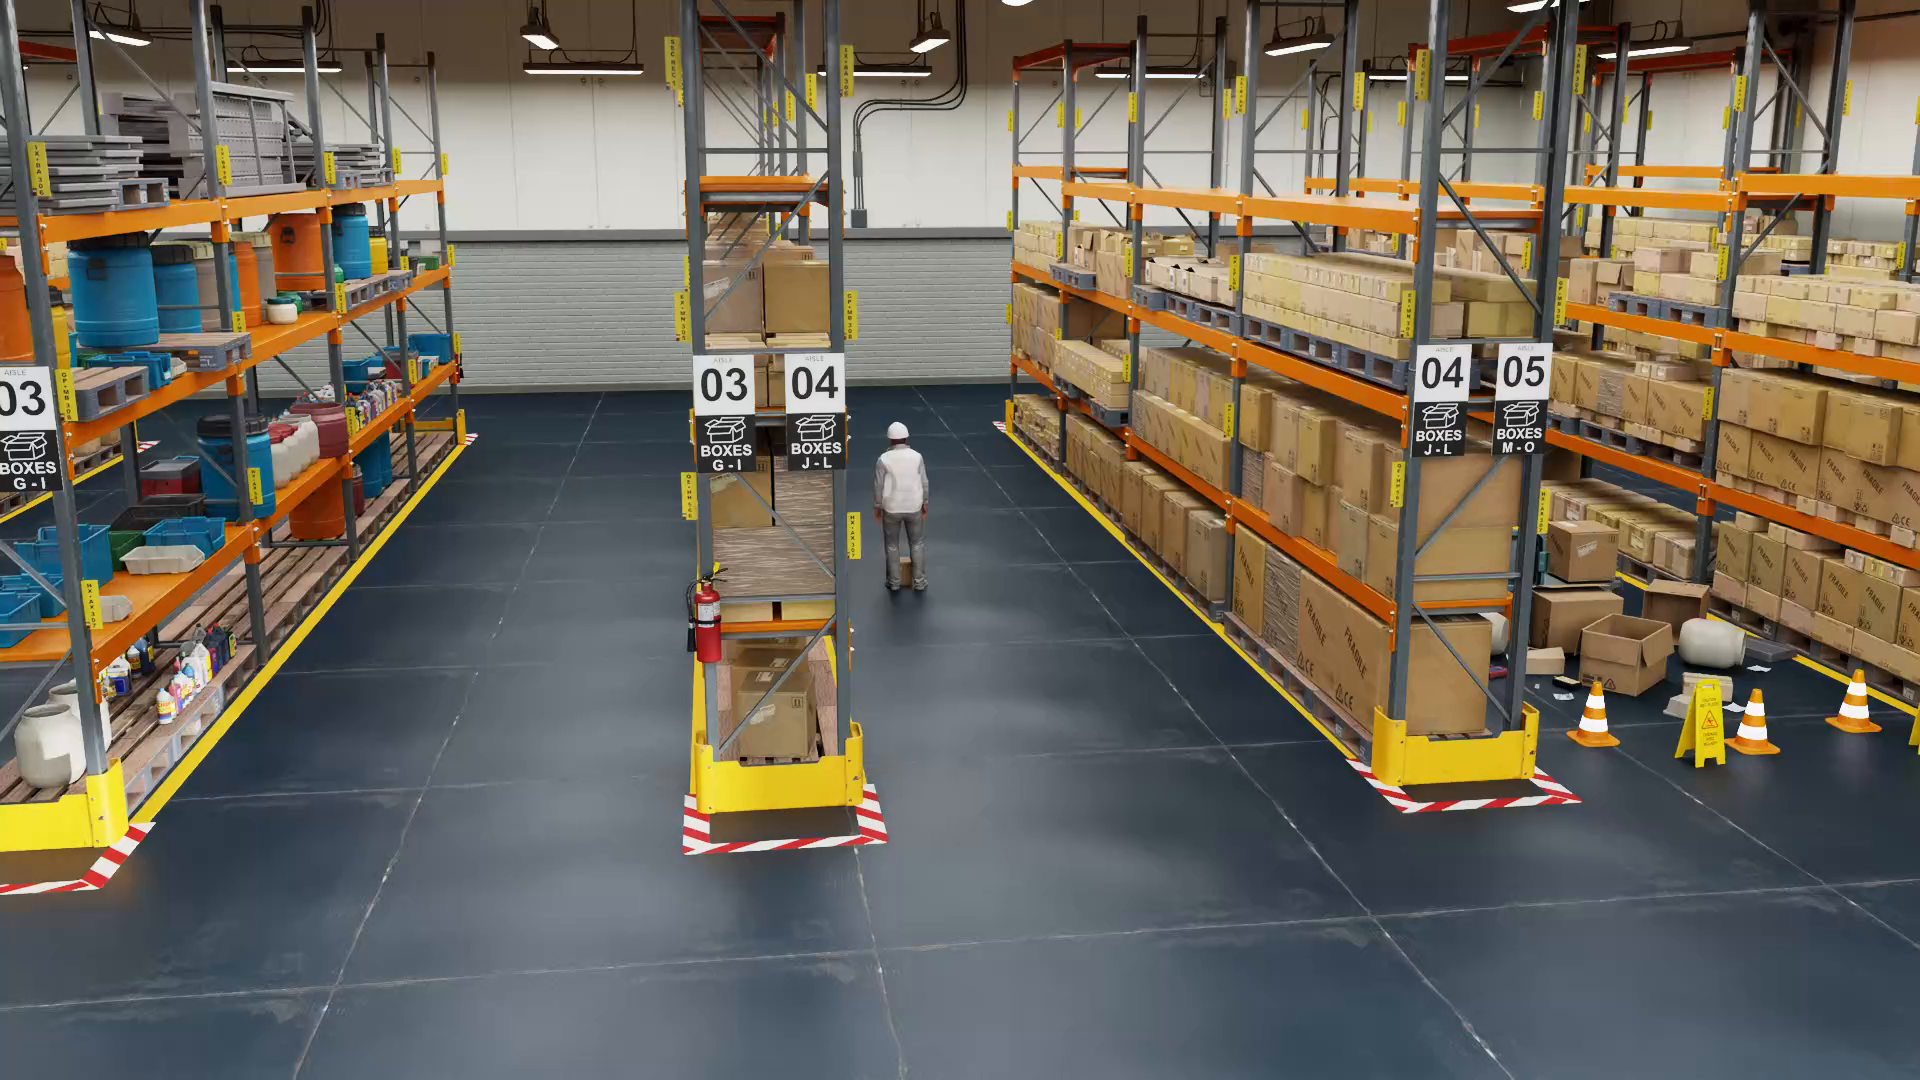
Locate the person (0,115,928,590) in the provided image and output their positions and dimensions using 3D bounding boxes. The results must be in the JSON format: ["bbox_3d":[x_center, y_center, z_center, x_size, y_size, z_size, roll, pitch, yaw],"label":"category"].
[{"bbox_3d":[-4.079,-2.200,16.478,7.581,5.808,11.428,-3,13,-11],"label":"person"}]
